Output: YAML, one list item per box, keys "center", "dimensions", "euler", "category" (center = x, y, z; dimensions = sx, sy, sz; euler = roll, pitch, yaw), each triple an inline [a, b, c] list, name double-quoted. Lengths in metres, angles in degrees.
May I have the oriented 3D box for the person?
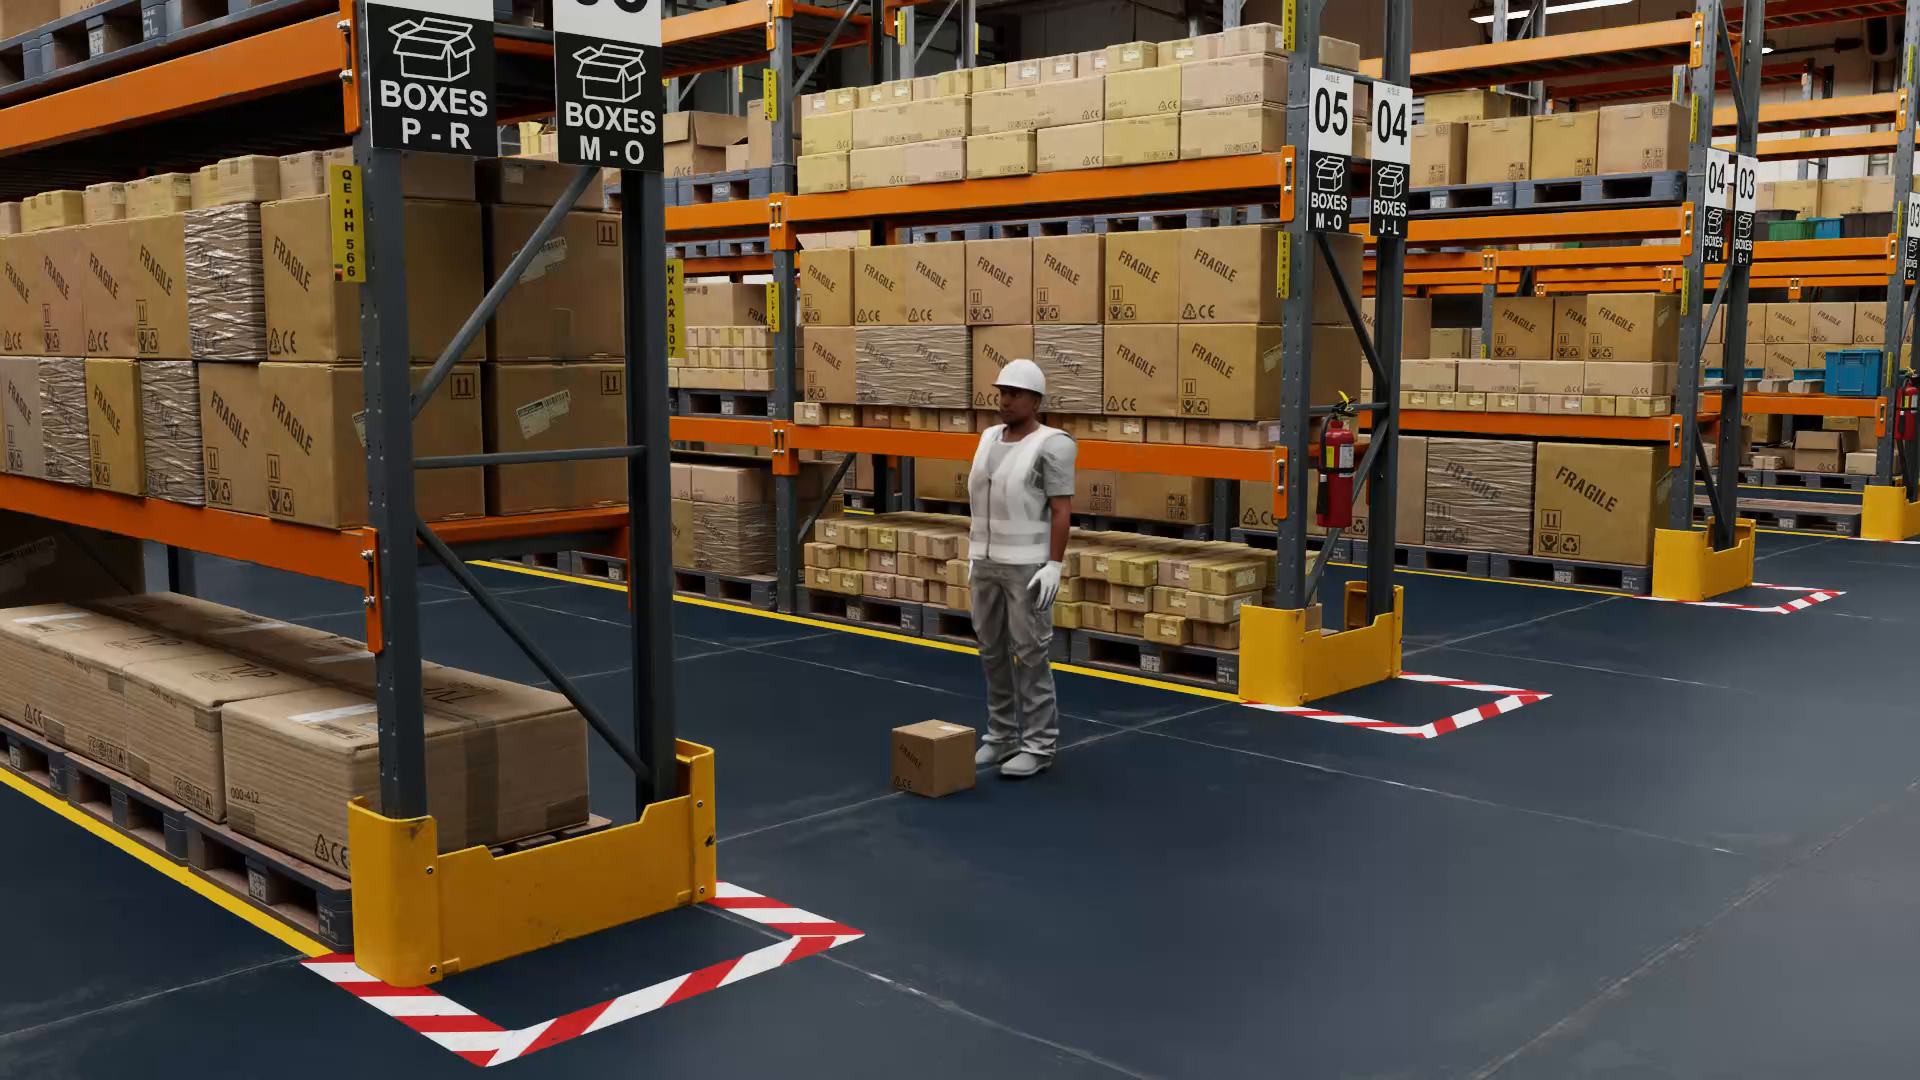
- center: [0.239, 0.132, 7.217]
  dimensions: [0.373, 1.822, 0.550]
  euler: [-7, 10, -45]
  category: "person"
